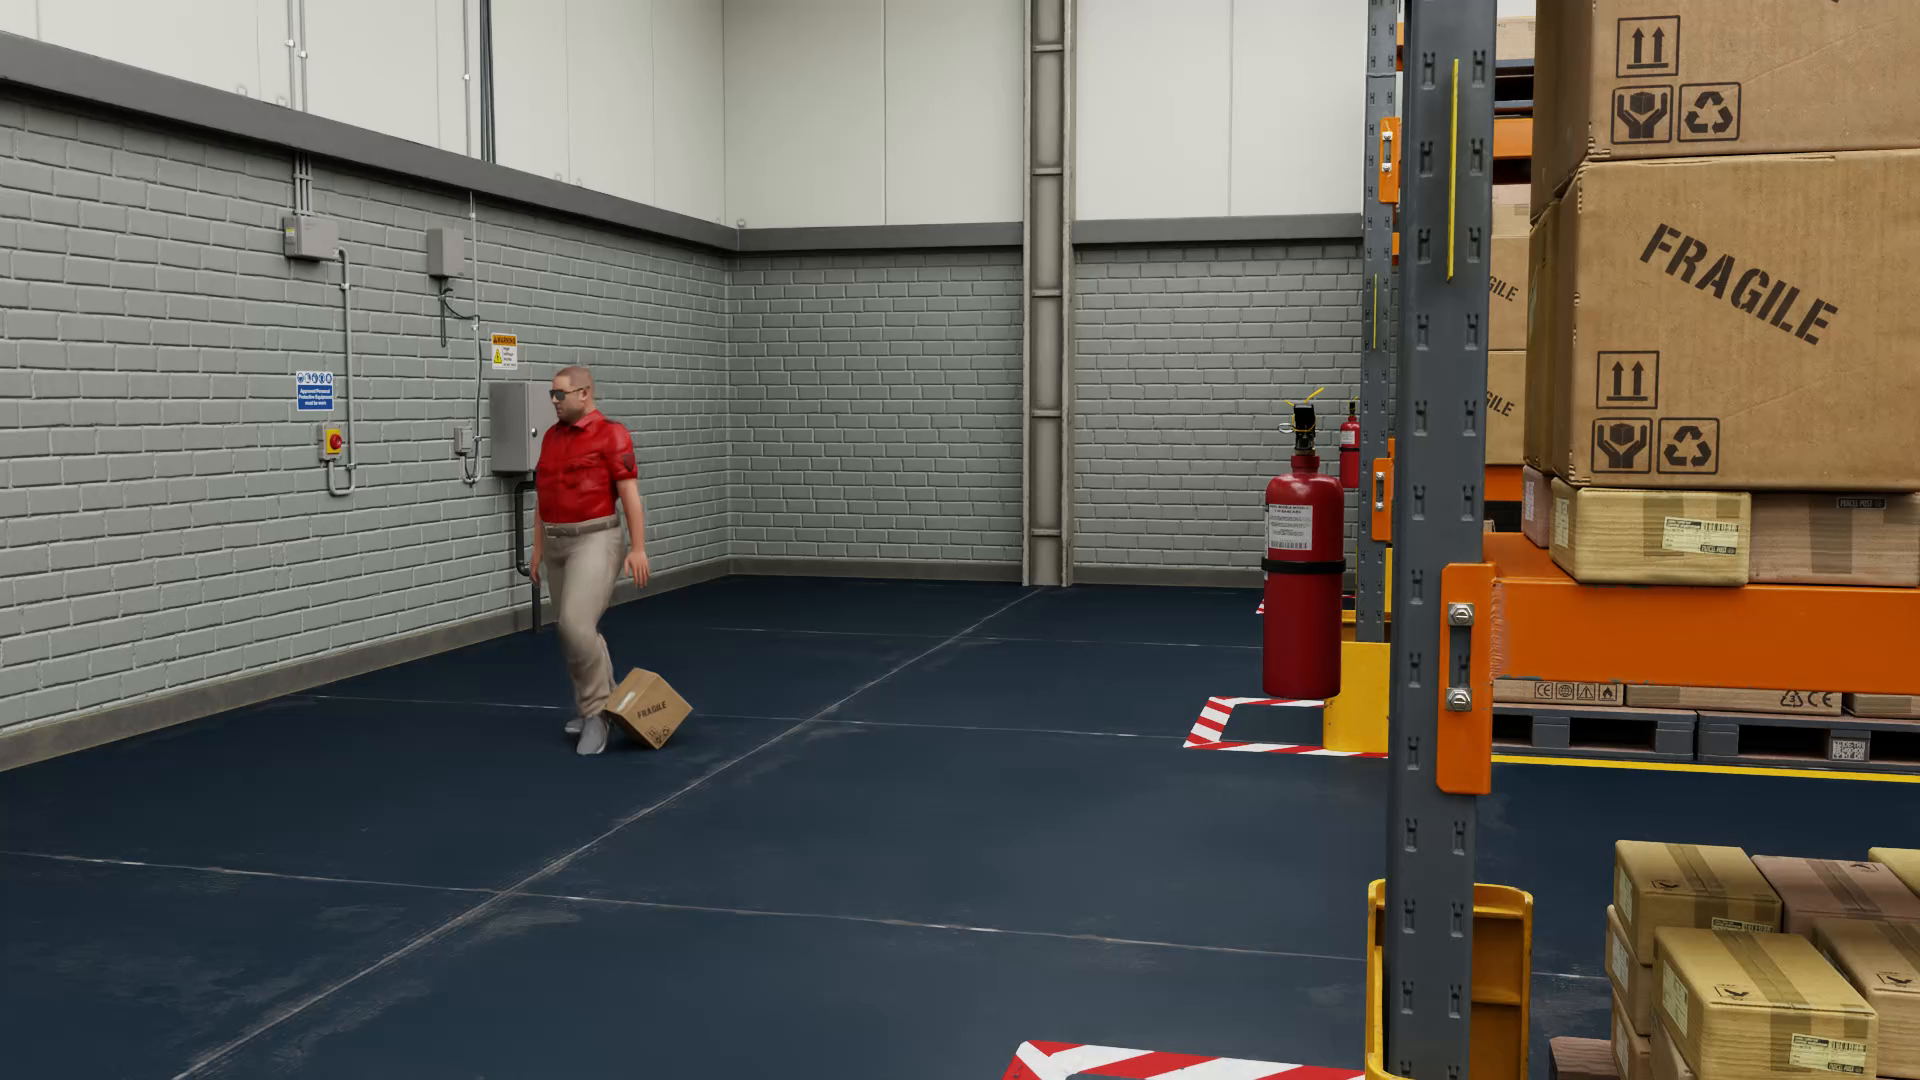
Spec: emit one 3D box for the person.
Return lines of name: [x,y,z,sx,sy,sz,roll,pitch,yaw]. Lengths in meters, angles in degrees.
person: [-1.748,0.092,7.676,0.590,1.787,0.514,3,6,35]
